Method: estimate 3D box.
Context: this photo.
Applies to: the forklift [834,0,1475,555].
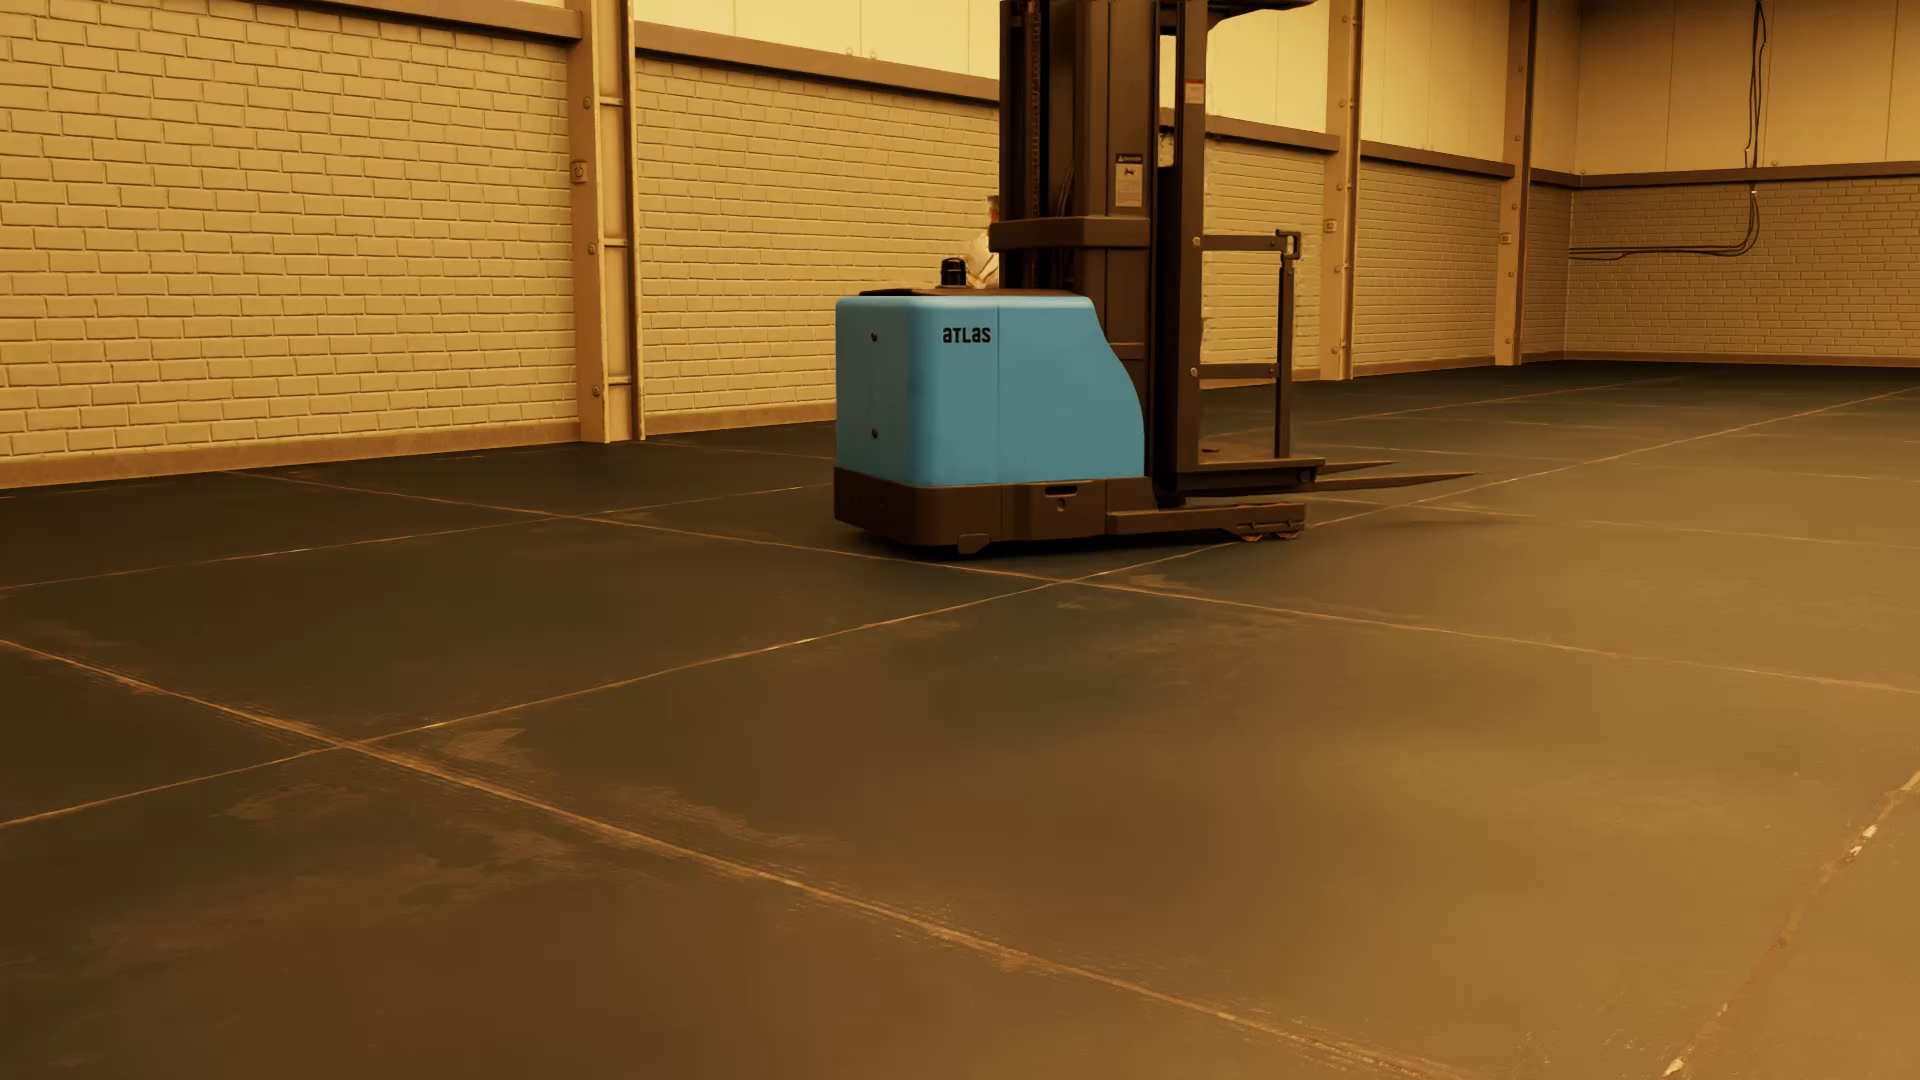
[{"bbox_3d":[0.989,-1.507,7.584,3.031,2.935,1.130,-4,9,-24],"label":"forklift"}]
